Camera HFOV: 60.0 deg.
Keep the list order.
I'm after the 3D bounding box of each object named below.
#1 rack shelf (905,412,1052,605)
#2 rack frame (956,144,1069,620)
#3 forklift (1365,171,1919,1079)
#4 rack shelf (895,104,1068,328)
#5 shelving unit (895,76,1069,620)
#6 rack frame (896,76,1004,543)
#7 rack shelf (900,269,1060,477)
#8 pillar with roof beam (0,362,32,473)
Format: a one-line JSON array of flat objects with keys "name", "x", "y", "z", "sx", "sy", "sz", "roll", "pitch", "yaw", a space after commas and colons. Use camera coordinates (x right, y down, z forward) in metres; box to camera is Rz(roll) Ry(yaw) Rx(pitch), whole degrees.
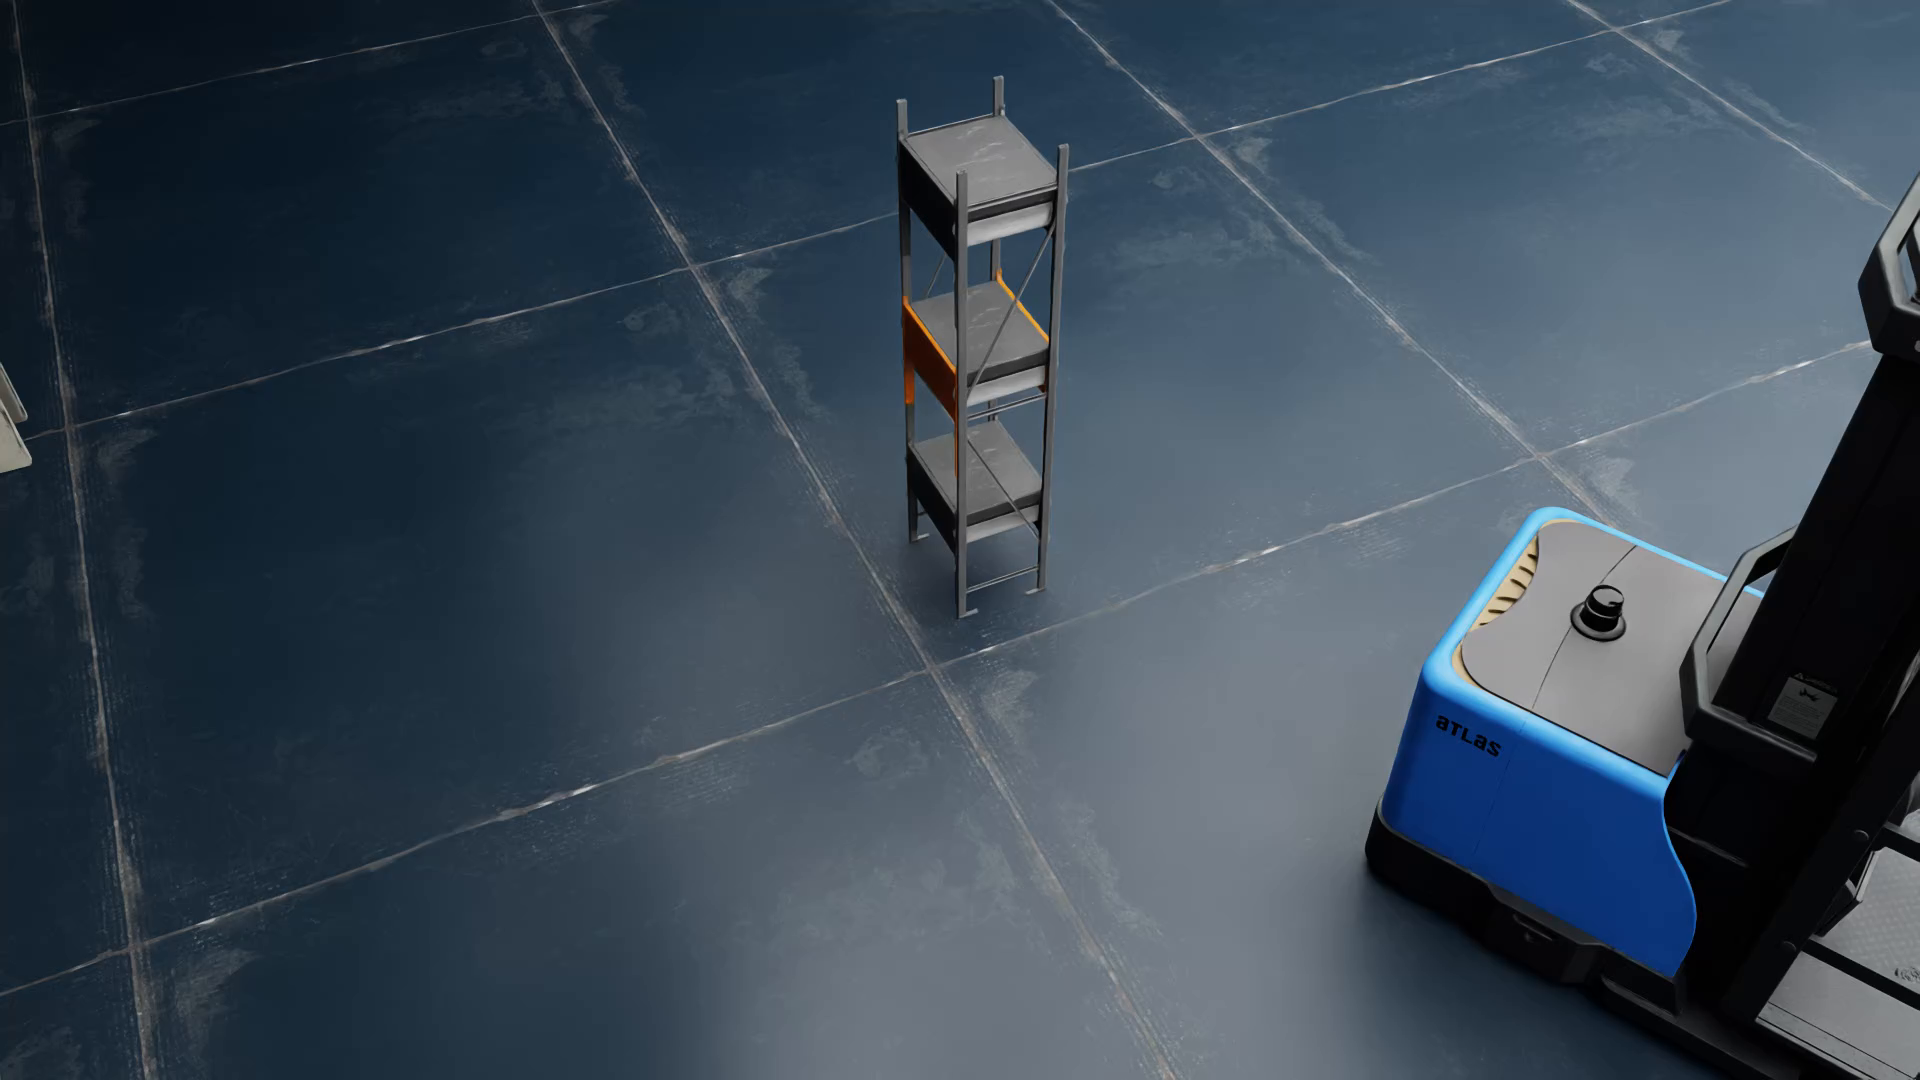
[{"name": "rack shelf", "x": 0.070, "y": -0.134, "z": 6.776, "sx": 0.431, "sy": 0.518, "sz": 0.480, "roll": -18, "pitch": 47, "yaw": -17}, {"name": "rack frame", "x": 0.172, "y": -0.486, "z": 6.117, "sx": 0.400, "sy": 2.100, "sz": 0.015, "roll": -18, "pitch": 47, "yaw": -17}, {"name": "forklift", "x": 2.924, "y": 0.468, "z": 4.558, "sx": 3.031, "sy": 2.935, "sz": 1.130, "roll": 27, "pitch": 51, "yaw": 25}, {"name": "rack shelf", "x": 0.070, "y": -1.130, "z": 5.792, "sx": 0.431, "sy": 0.518, "sz": 0.480, "roll": -18, "pitch": 47, "yaw": -17}, {"name": "shelving unit", "x": 0.070, "y": -0.642, "z": 6.274, "sx": 0.431, "sy": 2.100, "sz": 0.503, "roll": -18, "pitch": 47, "yaw": -17}, {"name": "rack frame", "x": -0.033, "y": -0.797, "z": 6.432, "sx": 0.400, "sy": 2.100, "sz": 0.015, "roll": -18, "pitch": 47, "yaw": -17}, {"name": "rack shelf", "x": 0.070, "y": -0.632, "z": 6.284, "sx": 0.431, "sy": 0.518, "sz": 0.480, "roll": -18, "pitch": 47, "yaw": -17}, {"name": "pillar with roof beam", "x": -0.481, "y": -4.893, "z": 5.671, "sx": 9.100, "sy": 9.000, "sz": 0.400, "roll": -18, "pitch": 47, "yaw": -17}]
